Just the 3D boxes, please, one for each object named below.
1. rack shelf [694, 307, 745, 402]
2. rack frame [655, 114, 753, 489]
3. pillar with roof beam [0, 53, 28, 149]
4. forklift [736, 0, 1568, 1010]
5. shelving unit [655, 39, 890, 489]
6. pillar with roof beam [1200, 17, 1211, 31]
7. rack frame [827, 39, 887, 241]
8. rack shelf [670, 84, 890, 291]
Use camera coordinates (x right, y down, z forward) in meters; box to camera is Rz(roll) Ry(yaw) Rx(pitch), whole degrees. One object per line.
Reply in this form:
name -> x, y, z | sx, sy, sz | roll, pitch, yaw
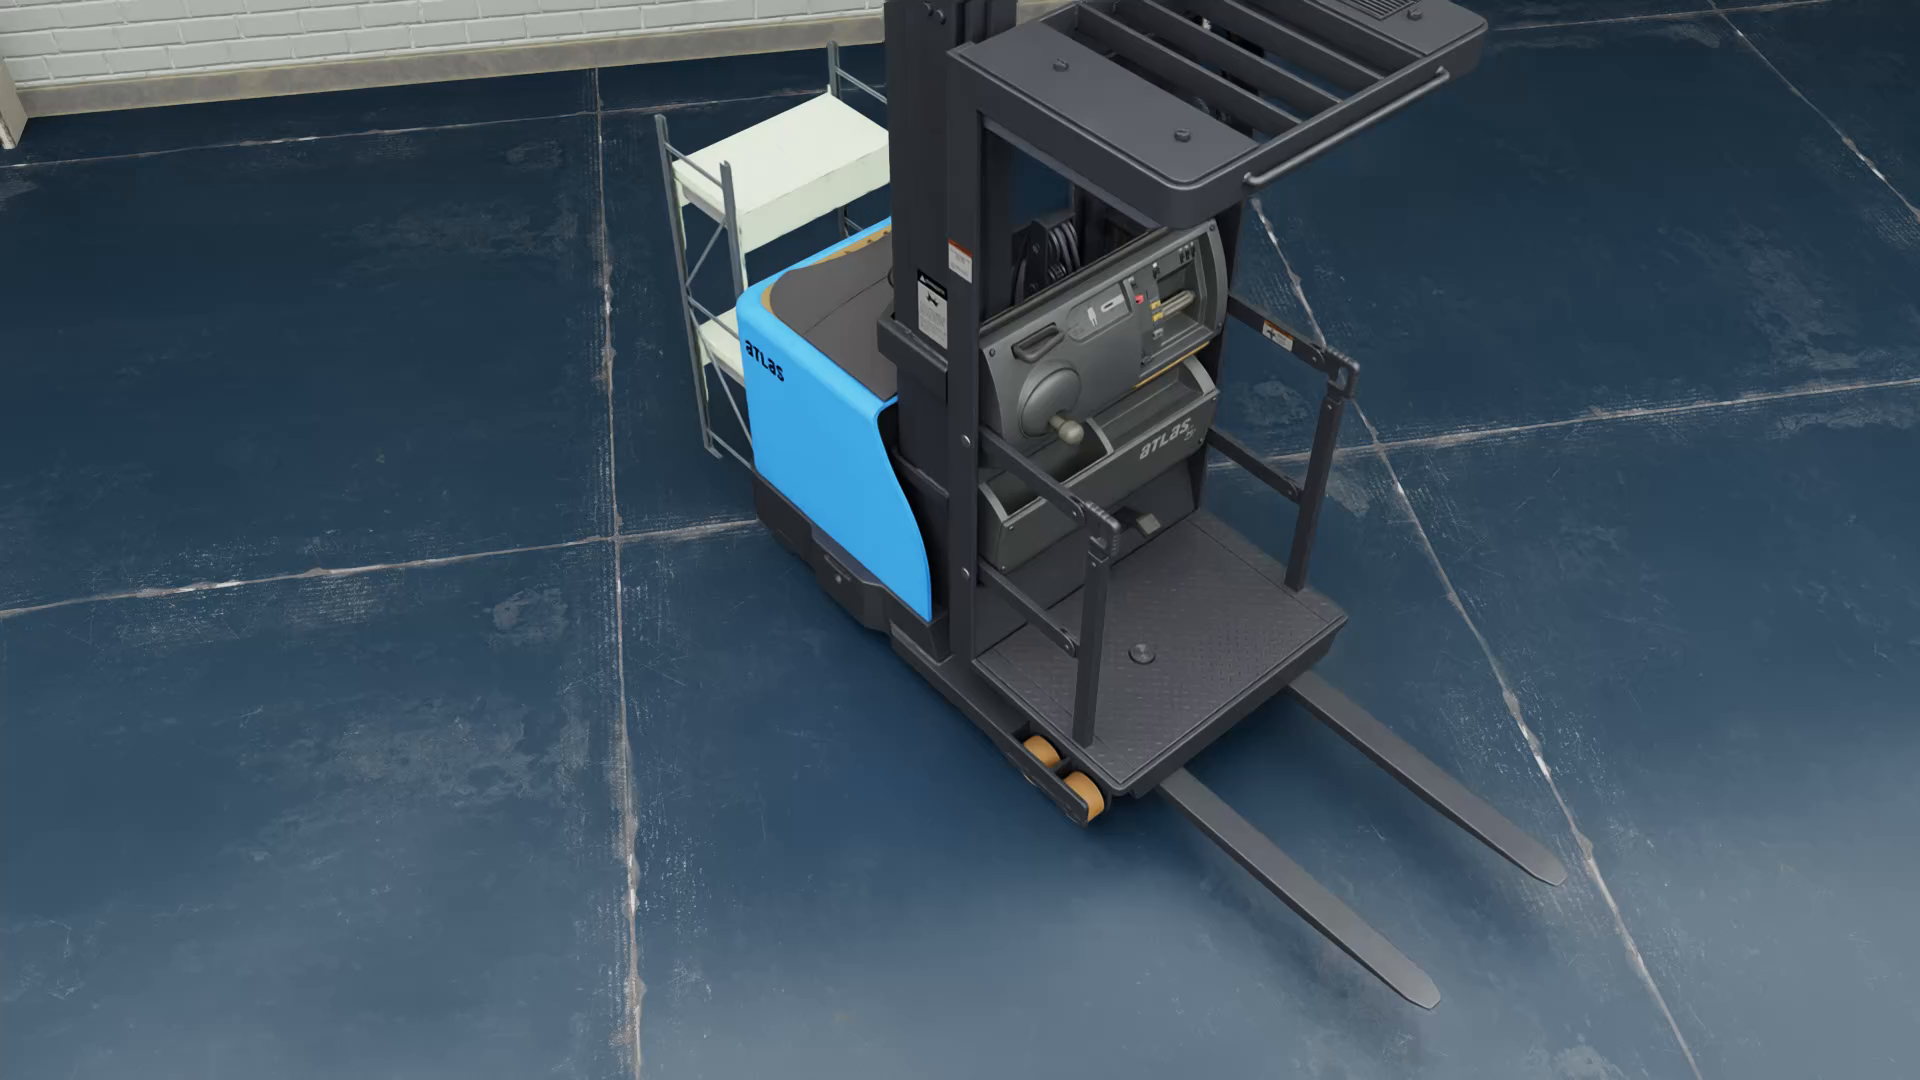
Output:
rack shelf -> -0.601, -0.736, 6.370 | 0.720, 0.370, 0.431 | -33, 54, -27
rack frame -> -0.875, -0.787, 5.967 | 0.023, 1.500, 0.400 | -33, 54, -27
pillar with roof beam -> -4.081, -2.060, 1.986 | 0.400, 9.000, 9.100 | -7, 46, -7
forklift -> 0.577, -0.522, 4.718 | 1.130, 2.935, 3.031 | -32, 54, -27
shelving unit -> -0.601, -0.962, 6.135 | 0.755, 1.500, 0.431 | -33, 54, -27
pillar with roof beam -> 1.832, -2.796, 2.695 | 0.400, 9.000, 9.100 | -7, 46, -7
rack frame -> -0.328, -1.137, 6.304 | 0.023, 1.500, 0.400 | -33, 54, -27
rack shelf -> -0.601, -1.233, 5.854 | 0.720, 0.370, 0.431 | -33, 54, -27
